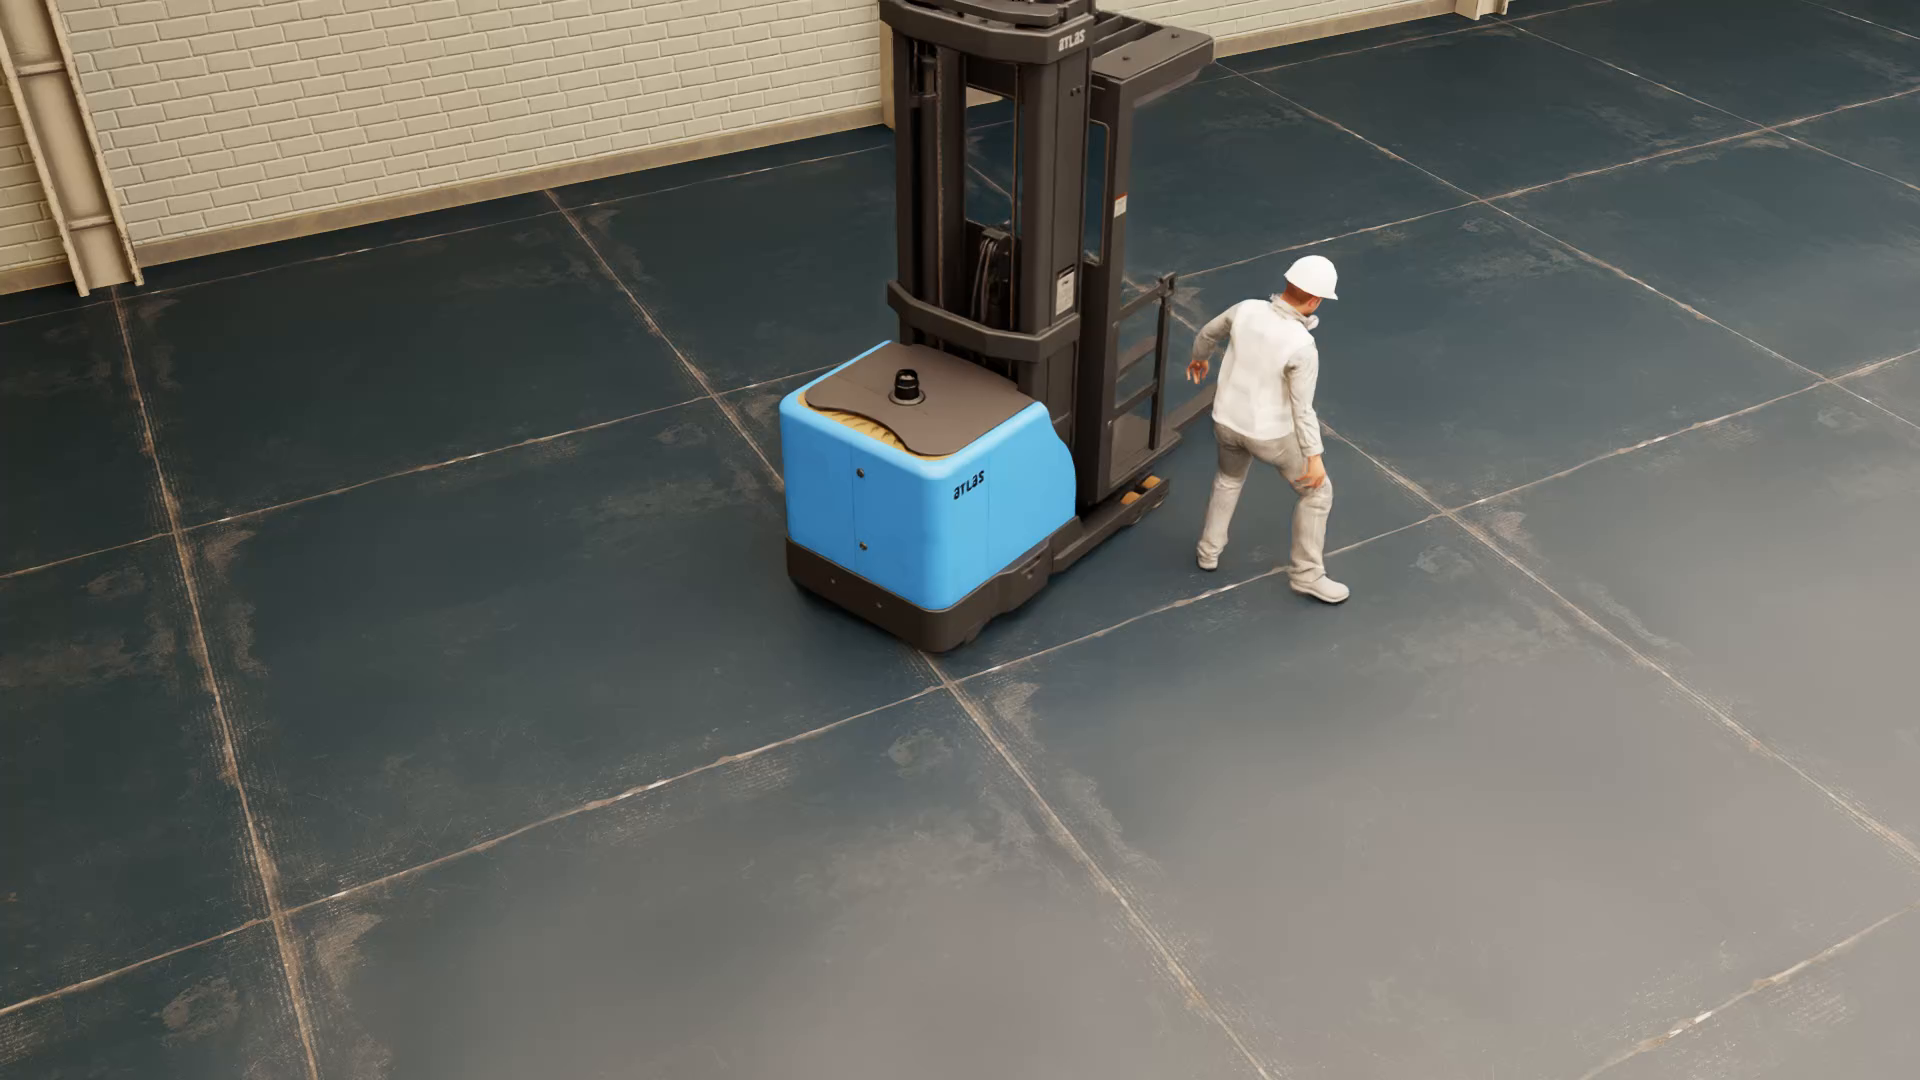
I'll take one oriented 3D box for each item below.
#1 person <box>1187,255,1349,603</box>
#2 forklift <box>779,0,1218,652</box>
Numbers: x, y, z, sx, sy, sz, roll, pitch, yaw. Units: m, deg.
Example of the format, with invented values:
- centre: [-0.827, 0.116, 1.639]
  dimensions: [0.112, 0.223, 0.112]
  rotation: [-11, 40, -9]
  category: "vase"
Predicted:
- centre: [1.497, -0.574, 8.022]
  dimensions: [0.502, 1.711, 1.072]
  rotation: [-27, 43, -33]
  category: "person"
- centre: [0.469, -1.451, 8.176]
  dimensions: [1.130, 2.935, 3.031]
  rotation: [26, 43, 31]
  category: "forklift"
